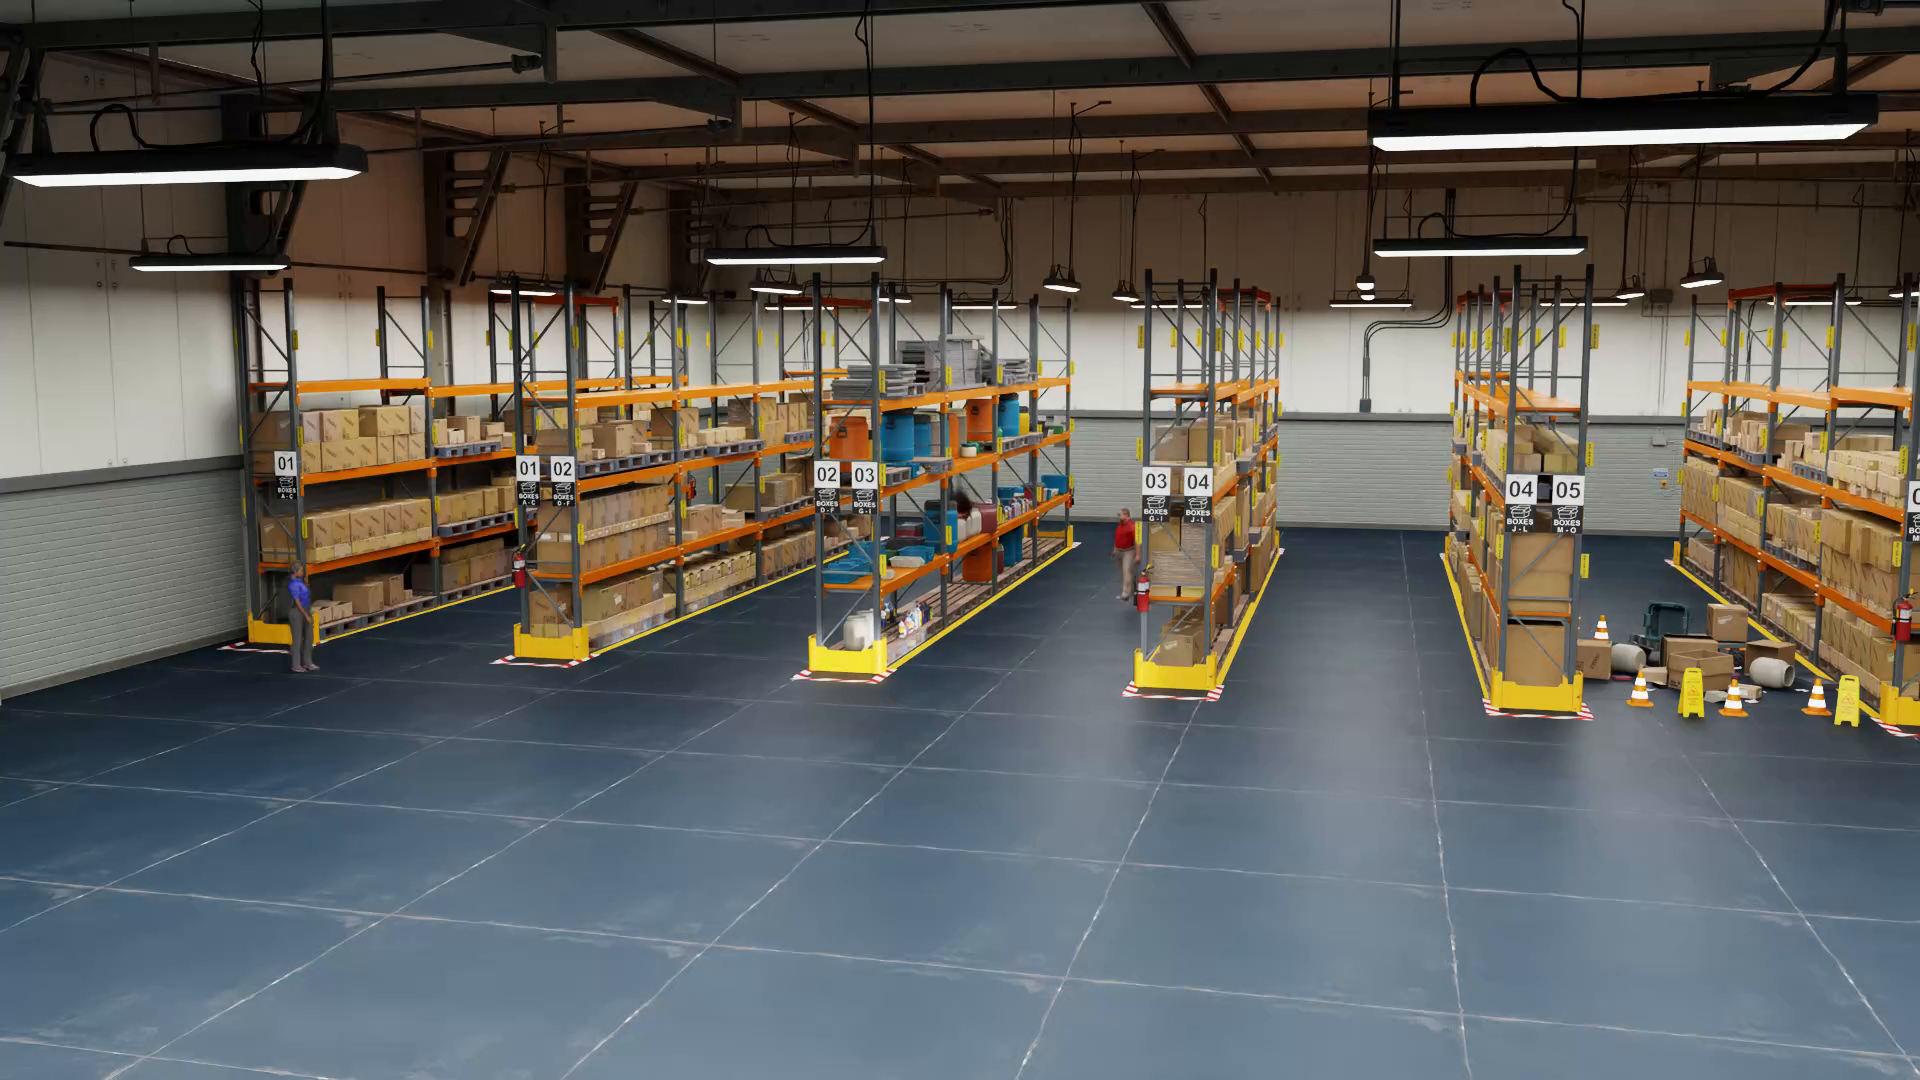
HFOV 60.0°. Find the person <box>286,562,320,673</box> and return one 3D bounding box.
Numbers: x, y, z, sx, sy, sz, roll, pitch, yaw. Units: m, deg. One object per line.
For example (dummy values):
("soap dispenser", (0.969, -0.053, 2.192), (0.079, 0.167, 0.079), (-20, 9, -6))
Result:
("person", (-9.968, 1.177, 25.226), (0.555, 1.689, 0.475), (2, 7, 12))

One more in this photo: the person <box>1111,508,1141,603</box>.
("person", (3.018, 0.277, 30.212), (0.582, 1.719, 0.993), (7, 10, 44))
